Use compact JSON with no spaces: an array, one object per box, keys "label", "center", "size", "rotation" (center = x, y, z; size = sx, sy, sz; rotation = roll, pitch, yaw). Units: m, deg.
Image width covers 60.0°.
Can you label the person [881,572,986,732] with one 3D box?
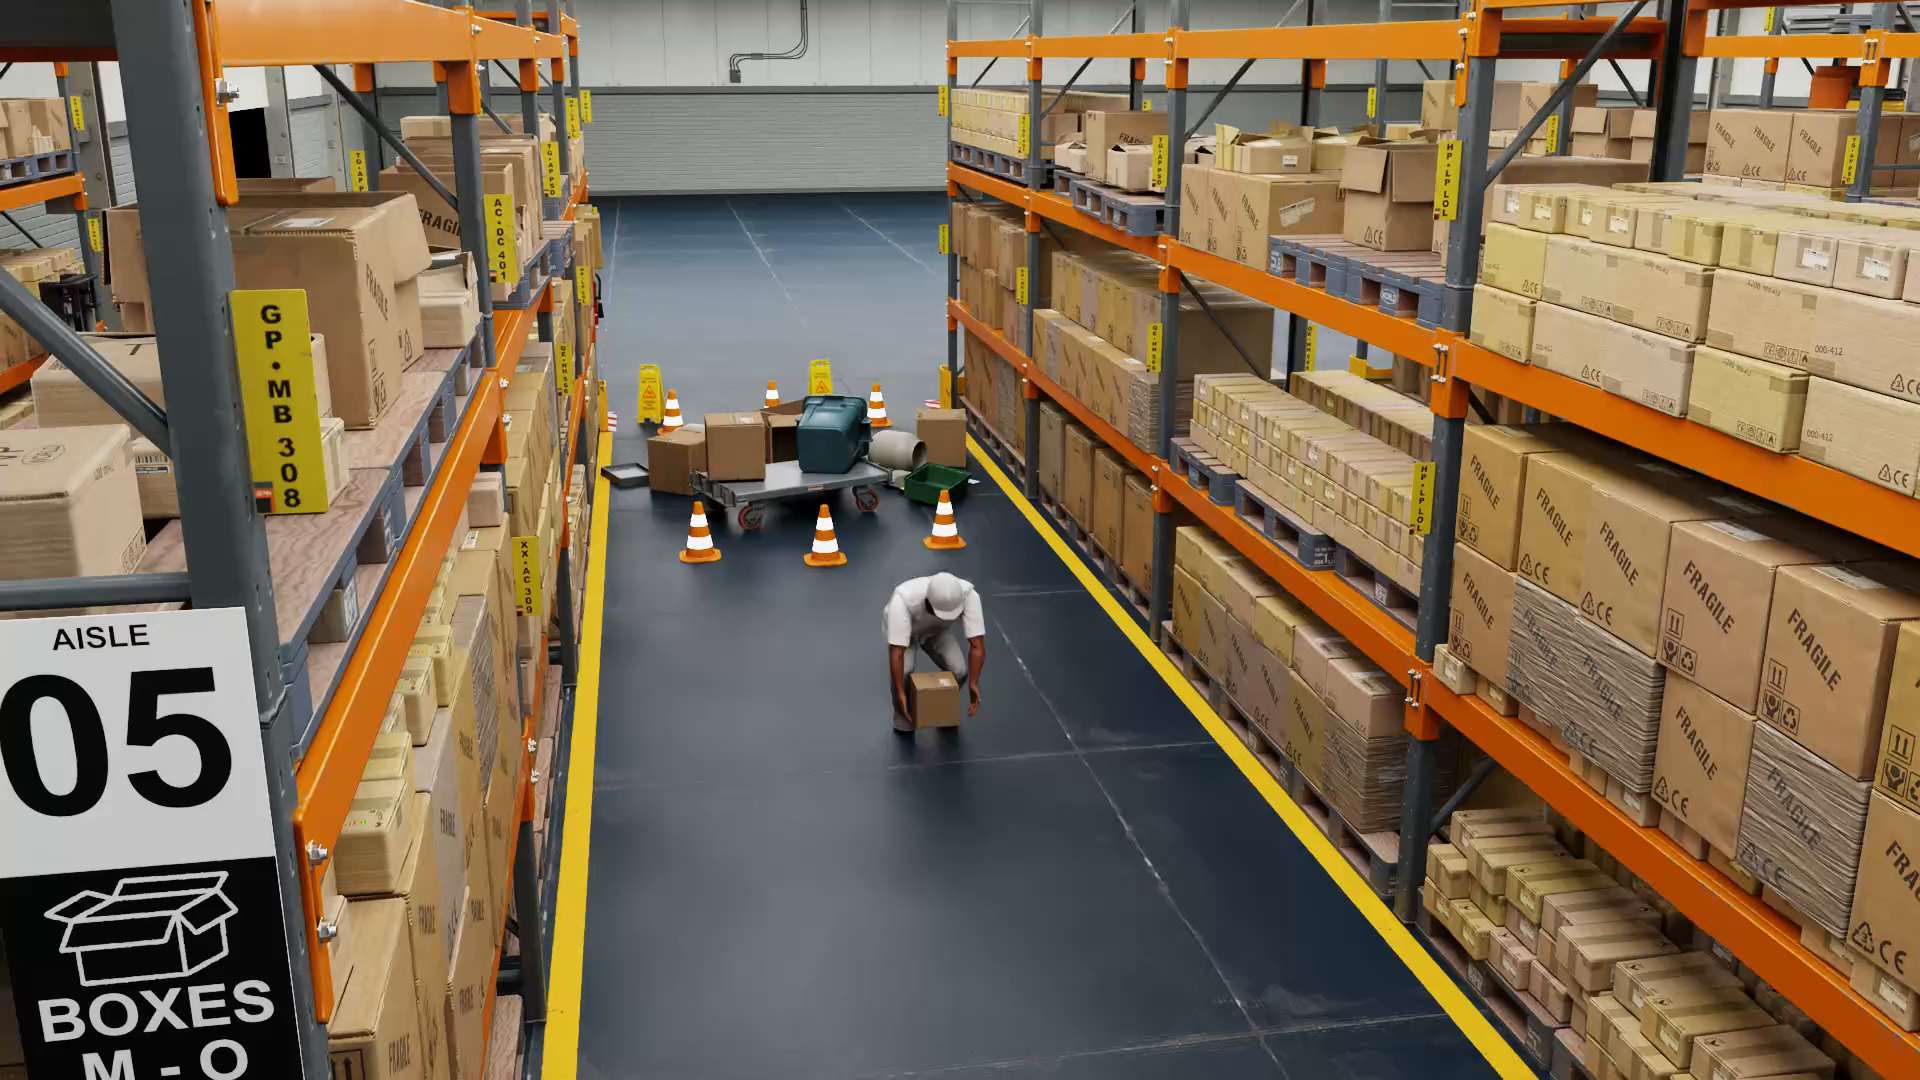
[{"label":"person","center":[-0.170,0.627,10.055],"size":[0.599,1.091,0.862],"rotation":[-3,17,-11]}]
